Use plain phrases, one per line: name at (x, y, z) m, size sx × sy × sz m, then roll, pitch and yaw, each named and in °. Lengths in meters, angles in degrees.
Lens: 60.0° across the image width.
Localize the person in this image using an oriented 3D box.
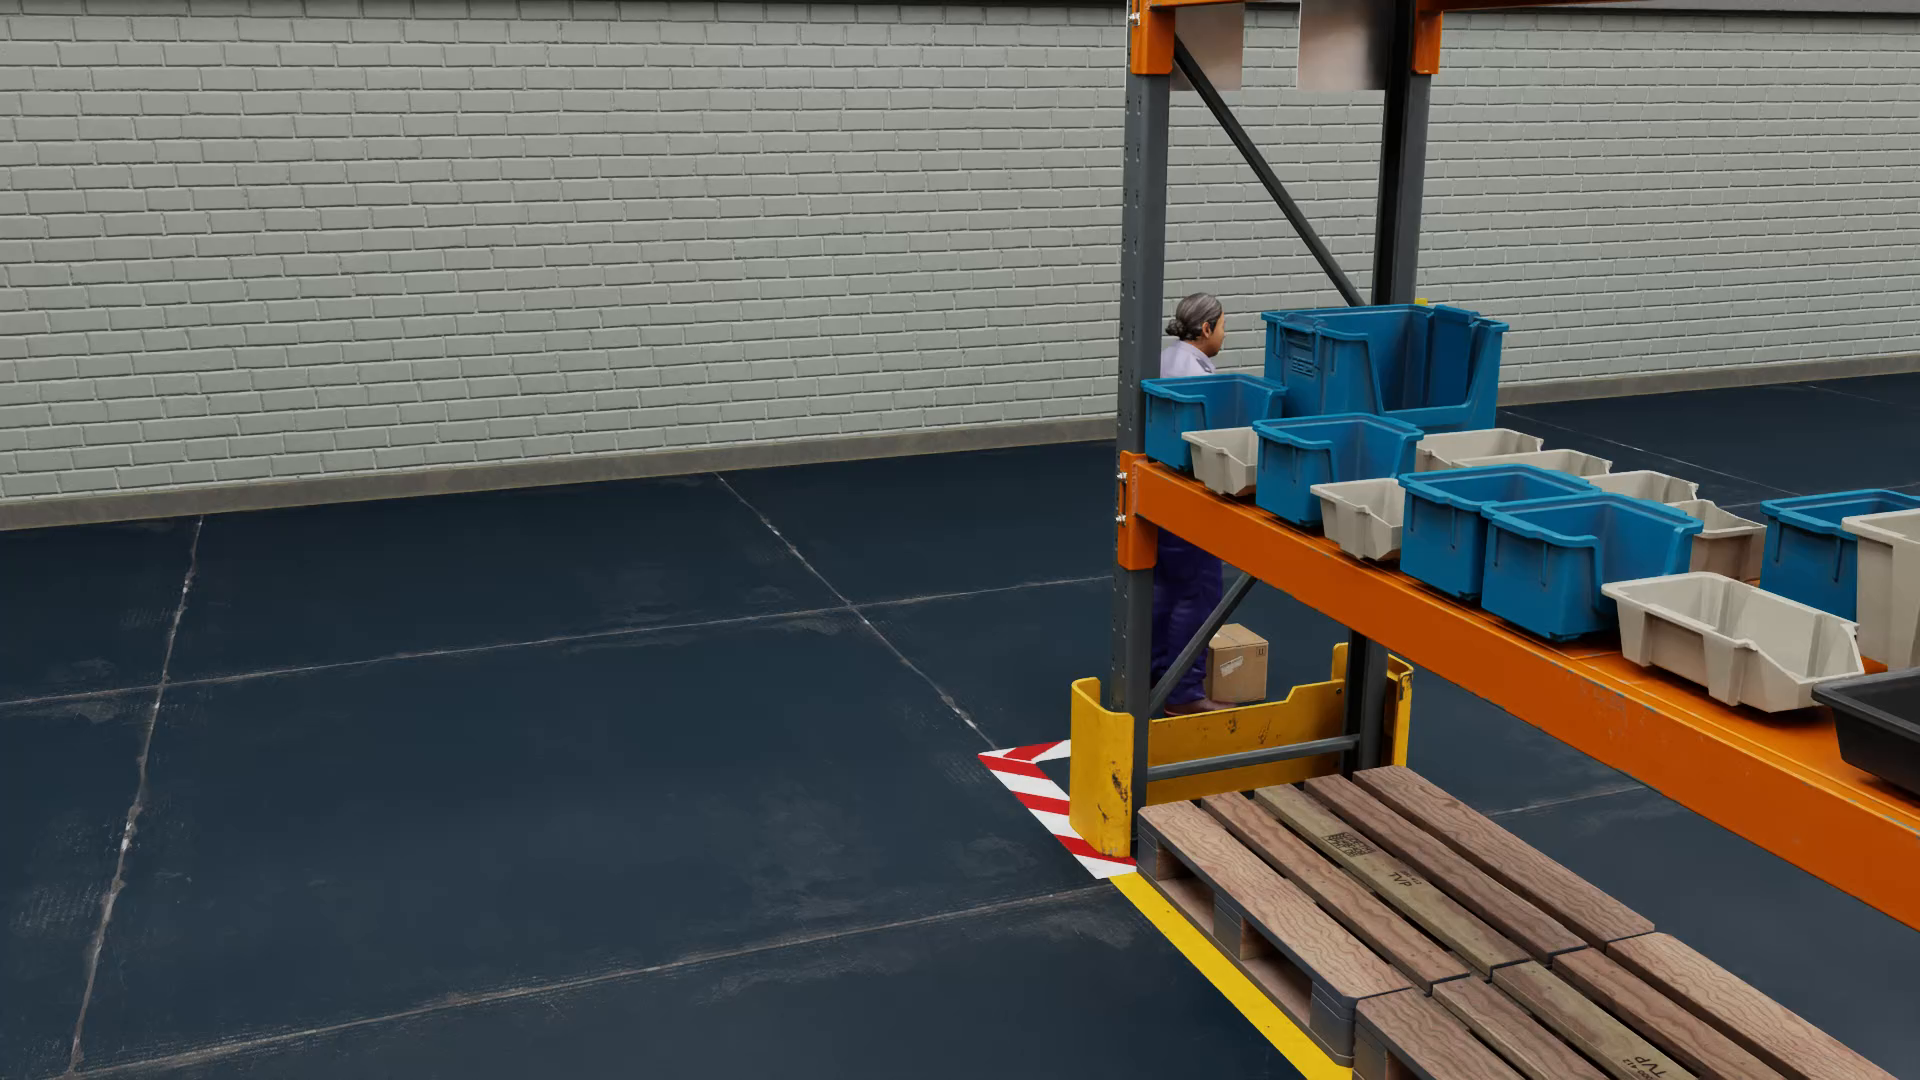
person at (0.866, -0.134, 6.540) m, size 0.370 × 1.639 × 0.539 m, roll -5°, pitch 16°, yaw -16°
